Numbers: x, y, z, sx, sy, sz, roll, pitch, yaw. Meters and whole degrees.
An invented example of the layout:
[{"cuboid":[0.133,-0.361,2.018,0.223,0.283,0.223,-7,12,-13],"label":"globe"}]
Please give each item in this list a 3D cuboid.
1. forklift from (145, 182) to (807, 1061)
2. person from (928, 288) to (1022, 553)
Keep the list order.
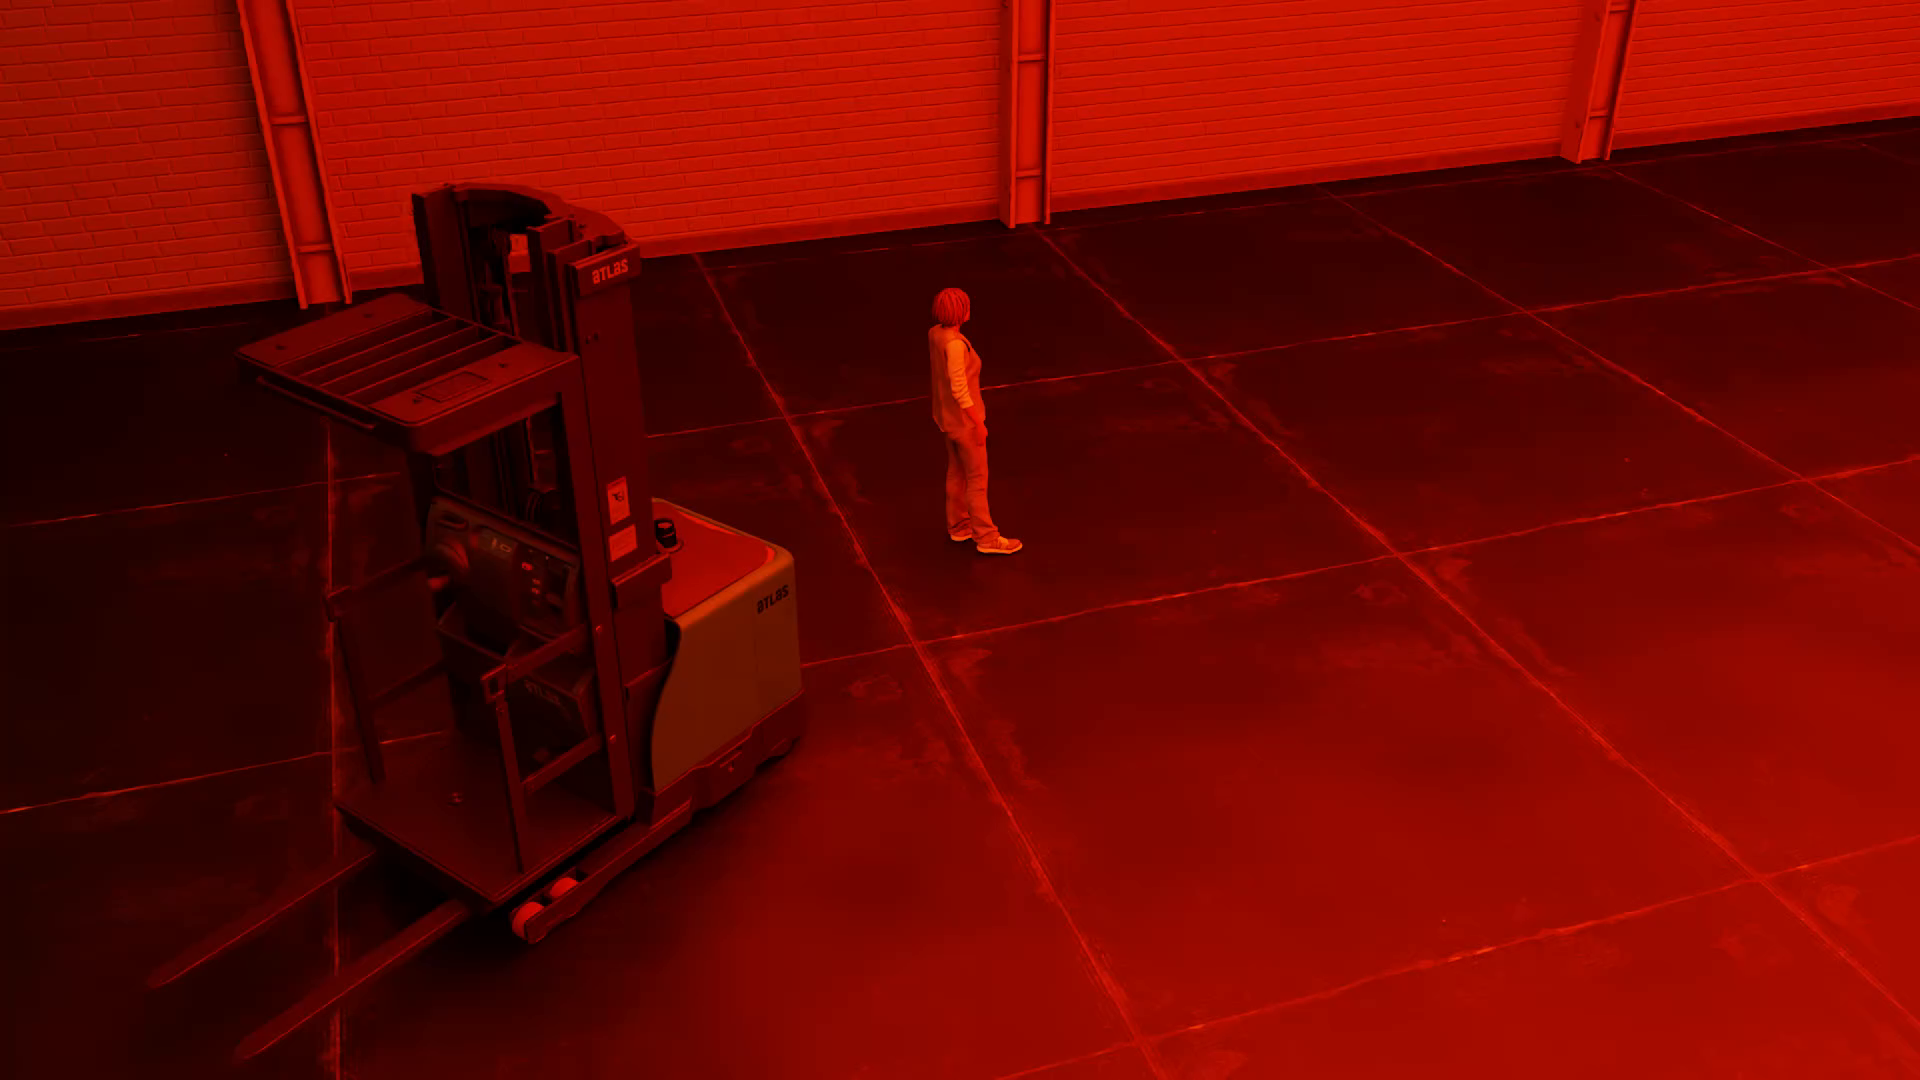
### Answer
[{"cuboid":[-2.044,0.159,6.810,1.130,2.935,3.031,20,36,31],"label":"forklift"},{"cuboid":[0.075,-0.702,9.634,0.473,1.595,0.521,-10,31,-16],"label":"person"}]
